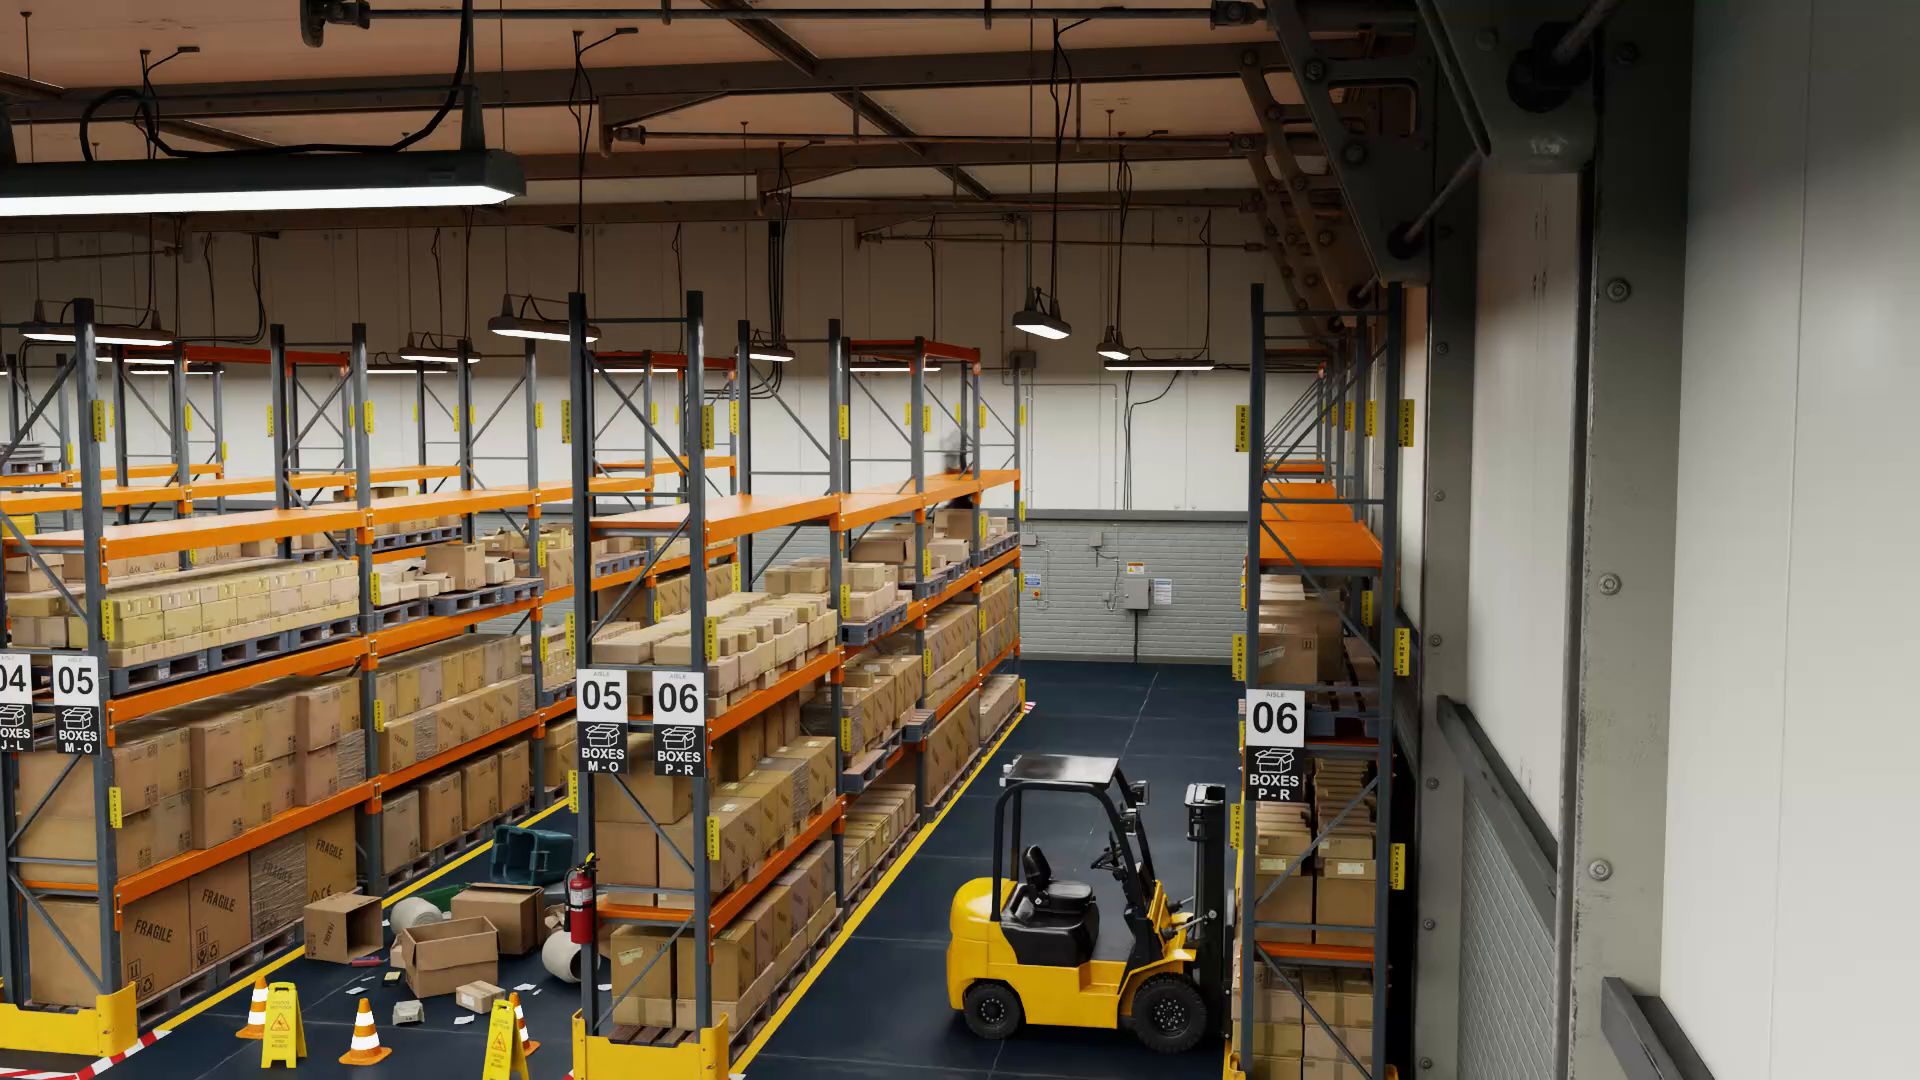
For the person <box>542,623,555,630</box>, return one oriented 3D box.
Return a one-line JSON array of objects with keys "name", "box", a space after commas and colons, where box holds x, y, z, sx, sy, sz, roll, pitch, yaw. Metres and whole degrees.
[{"name": "person", "box": [-6.577, 2.166, 26.591, 0.580, 1.701, 0.893, 1, 5, 13]}]
